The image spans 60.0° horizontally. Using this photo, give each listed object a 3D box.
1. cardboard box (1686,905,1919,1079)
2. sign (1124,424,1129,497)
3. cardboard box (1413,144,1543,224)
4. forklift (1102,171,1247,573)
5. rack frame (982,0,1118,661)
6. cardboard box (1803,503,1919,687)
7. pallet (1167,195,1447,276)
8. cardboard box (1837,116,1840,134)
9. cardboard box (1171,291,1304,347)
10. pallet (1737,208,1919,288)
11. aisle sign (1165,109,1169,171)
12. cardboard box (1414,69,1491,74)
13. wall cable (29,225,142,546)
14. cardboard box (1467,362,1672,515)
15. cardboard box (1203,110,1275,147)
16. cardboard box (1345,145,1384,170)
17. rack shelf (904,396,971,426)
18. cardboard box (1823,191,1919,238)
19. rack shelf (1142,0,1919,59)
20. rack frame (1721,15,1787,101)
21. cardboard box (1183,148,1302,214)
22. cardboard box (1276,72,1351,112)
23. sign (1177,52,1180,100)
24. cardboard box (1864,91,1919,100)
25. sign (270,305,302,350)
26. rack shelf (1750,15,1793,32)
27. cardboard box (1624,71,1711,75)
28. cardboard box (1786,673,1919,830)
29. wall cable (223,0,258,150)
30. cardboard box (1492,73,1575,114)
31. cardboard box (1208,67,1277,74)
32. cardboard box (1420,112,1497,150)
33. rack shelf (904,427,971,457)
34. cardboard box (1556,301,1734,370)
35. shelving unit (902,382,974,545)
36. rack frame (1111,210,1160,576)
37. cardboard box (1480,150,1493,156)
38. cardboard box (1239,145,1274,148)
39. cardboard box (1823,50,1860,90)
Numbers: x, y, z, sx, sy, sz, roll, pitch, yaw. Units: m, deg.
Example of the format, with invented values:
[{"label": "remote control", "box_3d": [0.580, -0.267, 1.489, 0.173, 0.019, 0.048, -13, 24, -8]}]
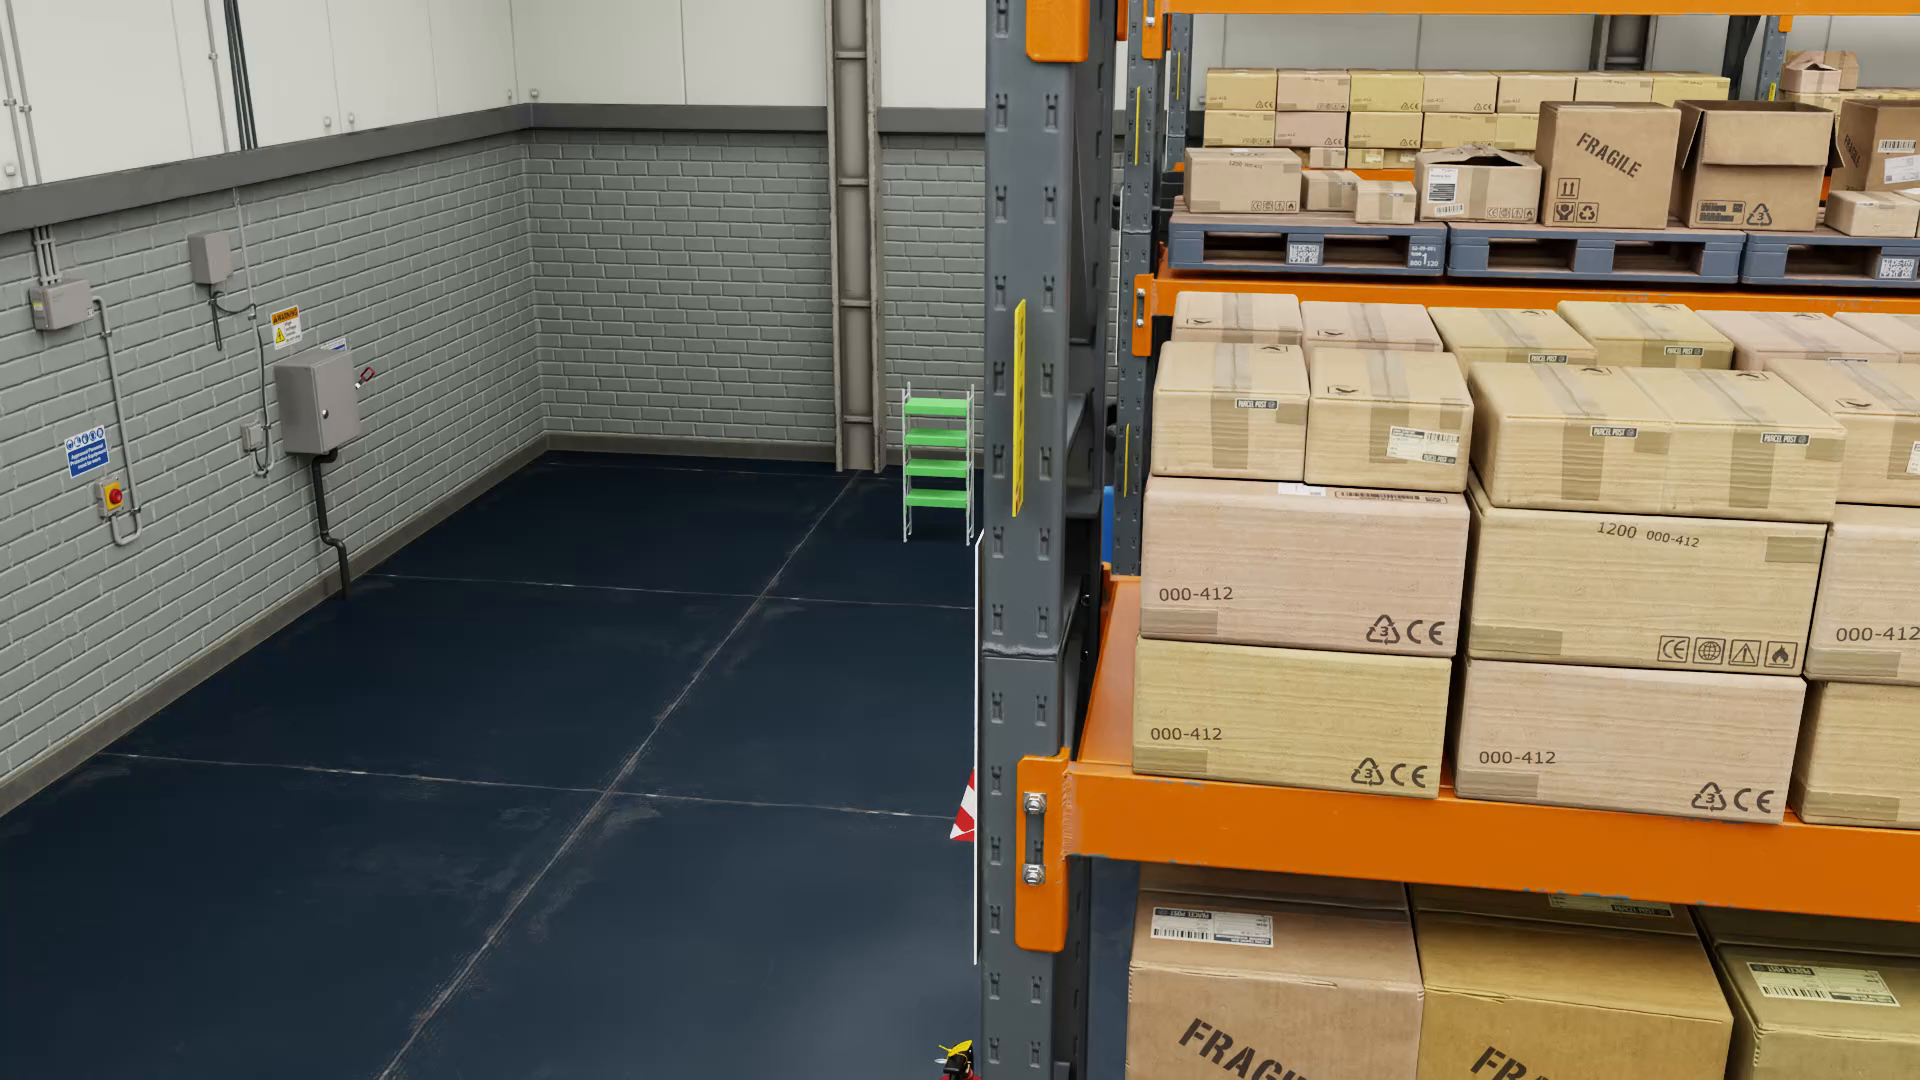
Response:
[{"label": "cardboard box", "box_3d": [1.588, 0.963, 2.996, 0.500, 0.500, 0.500, 2, 19, 7]}, {"label": "sign", "box_3d": [0.769, -0.367, 7.684, 0.005, 0.325, 0.100, 3, 19, 9]}, {"label": "cardboard box", "box_3d": [2.333, -1.628, 7.536, 0.500, 0.311, 0.500, 3, 19, 10]}, {"label": "forklift", "box_3d": [1.722, -0.826, 10.653, 3.031, 2.935, 1.130, 2, 19, 7]}, {"label": "rack frame", "box_3d": [0.178, -1.382, 2.751, 0.127, 3.000, 1.000, 3, 19, 9]}, {"label": "cardboard box", "box_3d": [1.583, 0.033, 2.697, 0.500, 0.250, 0.500, 3, 19, 9]}, {"label": "pallet", "box_3d": [1.597, -1.439, 7.789, 1.213, 0.211, 1.003, 3, 19, 9]}, {"label": "cardboard box", "box_3d": [6.078, -2.833, 11.392, 0.250, 0.149, 0.380, 3, 19, 9]}, {"label": "cardboard box", "box_3d": [0.553, -0.390, 3.333, 0.250, 0.149, 0.380, 3, 19, 8]}, {"label": "pallet", "box_3d": [4.007, -1.316, 7.422, 1.213, 0.211, 1.003, 3, 19, 9]}, {"label": "aisle sign", "box_3d": [1.533, -2.792, 12.323, 0.004, 0.787, 0.394, 3, 19, 9]}, {"label": "cardboard box", "box_3d": [3.644, -3.360, 12.369, 0.500, 0.250, 0.500, 3, 19, 9]}, {"label": "wall cable", "box_3d": [-4.708, -0.866, 9.013, 0.123, 1.953, 0.585, 3, 19, 9]}, {"label": "cardboard box", "box_3d": [0.967, -0.172, 2.681, 0.250, 0.149, 0.380, 3, 19, 9]}, {"label": "cardboard box", "box_3d": [2.042, -3.032, 12.179, 0.500, 0.250, 0.500, 3, 19, 8]}, {"label": "cardboard box", "box_3d": [2.928, -2.783, 12.063, 0.250, 0.149, 0.380, 3, 19, 8]}, {"label": "rack shelf", "box_3d": [-0.163, -0.972, 12.506, 0.480, 0.148, 0.258, 3, 19, 9]}, {"label": "cardboard box", "box_3d": [3.870, -1.386, 7.068, 0.250, 0.149, 0.380, 3, 19, 10]}, {"label": "rack shelf", "box_3d": [2.838, -2.306, 7.277, 4.000, 0.370, 1.077, 3, 19, 9]}, {"label": "rack frame", "box_3d": [5.596, -4.291, 11.447, 0.127, 3.000, 1.000, 3, 19, 9]}, {"label": "cardboard box", "box_3d": [1.322, -1.696, 7.834, 0.500, 0.250, 0.500, 1, 19, 4]}, {"label": "cardboard box", "box_3d": [2.544, -3.245, 12.026, 0.500, 0.250, 0.500, 3, 19, 8]}, {"label": "sign", "box_3d": [1.561, -3.315, 11.878, 0.005, 0.325, 0.100, 3, 19, 9]}, {"label": "cardboard box", "box_3d": [6.340, -2.968, 11.326, 0.250, 0.149, 0.380, 3, 19, 8]}, {"label": "sign", "box_3d": [-4.444, -1.405, 10.972, 0.001, 0.242, 0.339, 3, 19, 9]}, {"label": "rack shelf", "box_3d": [7.571, -3.660, 11.324, 4.000, 0.370, 1.077, 3, 19, 9]}, {"label": "cardboard box", "box_3d": [5.153, -3.290, 12.161, 0.500, 0.250, 0.500, 3, 19, 8]}, {"label": "cardboard box", "box_3d": [1.611, 0.264, 2.795, 0.500, 0.250, 0.500, 2, 19, 7]}, {"label": "wall cable", "box_3d": [-4.197, -4.260, 11.293, 0.133, 3.039, 2.988, 3, 19, 9]}, {"label": "cardboard box", "box_3d": [4.058, -3.177, 11.823, 0.500, 0.250, 0.500, 3, 19, 10]}, {"label": "cardboard box", "box_3d": [2.130, -3.442, 12.616, 0.500, 0.250, 0.500, 2, 19, 7]}, {"label": "cardboard box", "box_3d": [3.565, -2.965, 11.977, 0.500, 0.250, 0.500, 3, 19, 8]}, {"label": "rack shelf", "box_3d": [-0.163, -0.744, 12.582, 0.480, 0.148, 0.258, 3, 19, 9]}, {"label": "cardboard box", "box_3d": [1.312, -0.354, 3.228, 0.250, 0.149, 0.380, 3, 19, 10]}, {"label": "shelving unit", "box_3d": [-0.163, -0.577, 12.638, 0.503, 1.200, 0.258, 3, 19, 9]}, {"label": "rack frame", "box_3d": [0.863, -0.093, 8.352, 0.127, 3.000, 1.000, 3, 19, 9]}, {"label": "cardboard box", "box_3d": [3.670, -2.744, 11.944, 0.250, 0.149, 0.380, 3, 19, 10]}, {"label": "cardboard box", "box_3d": [2.188, -2.857, 12.284, 0.250, 0.149, 0.380, 3, 19, 10]}, {"label": "cardboard box", "box_3d": [6.176, -3.337, 11.777, 0.258, 0.266, 0.396, 3, 19, 9]}]
